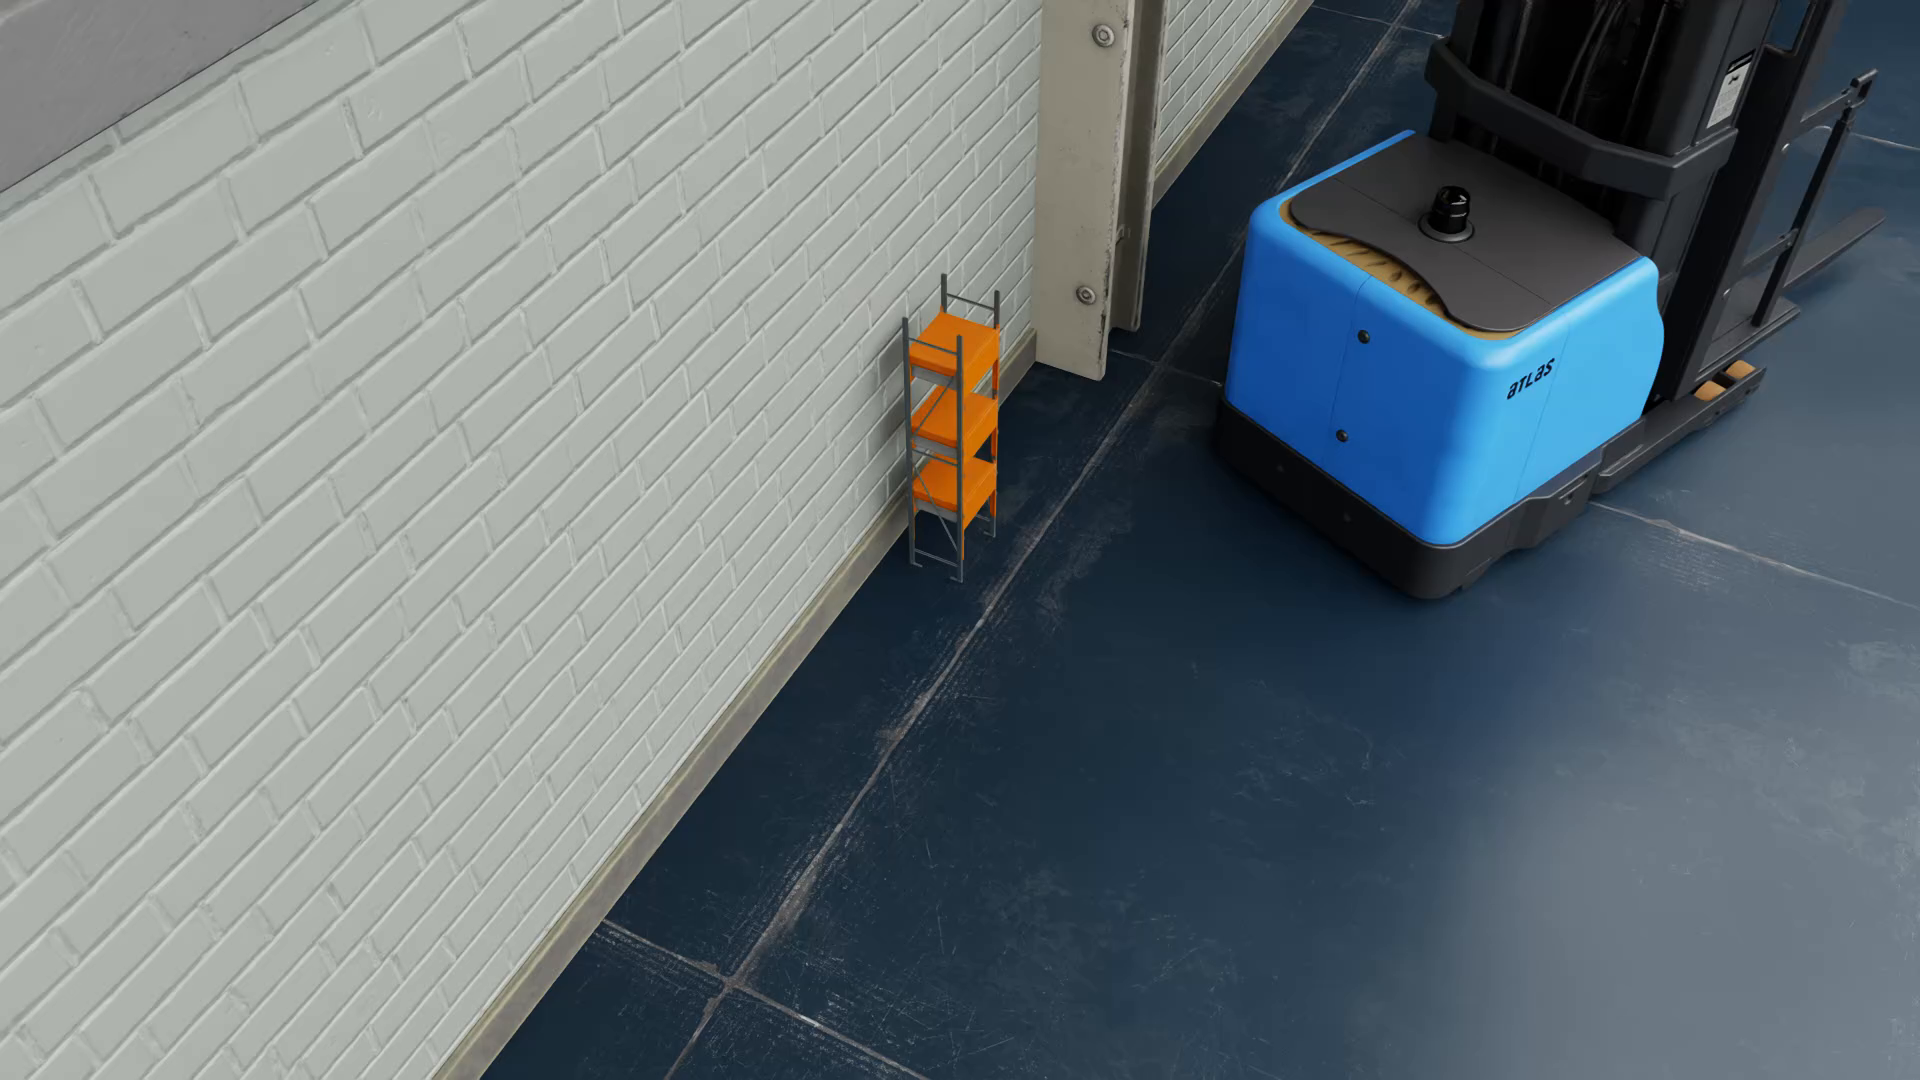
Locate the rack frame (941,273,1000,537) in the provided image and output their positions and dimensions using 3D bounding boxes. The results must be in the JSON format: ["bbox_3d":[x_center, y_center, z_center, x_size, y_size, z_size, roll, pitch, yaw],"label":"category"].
[{"bbox_3d":[0.032,-0.412,5.419,0.200,1.050,0.008,20,49,19],"label":"rack frame"}]

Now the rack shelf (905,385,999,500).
[{"bbox_3d":[-0.025,-0.328,5.351,0.215,0.259,0.240,20,49,19],"label":"rack shelf"}]

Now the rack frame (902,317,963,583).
[{"bbox_3d":[-0.081,-0.258,5.267,0.200,1.050,0.008,20,49,19],"label":"rack frame"}]

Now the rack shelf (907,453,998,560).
[{"bbox_3d":[-0.025,-0.133,5.548,0.215,0.259,0.240,20,49,19],"label":"rack shelf"}]

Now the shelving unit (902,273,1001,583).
[{"bbox_3d":[-0.025,-0.335,5.343,0.215,1.050,0.252,20,49,19],"label":"shelving unit"}]

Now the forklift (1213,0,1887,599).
[{"bbox_3d":[2.377,-1.717,5.387,3.031,2.935,1.130,-30,52,-26],"label":"forklift"}]

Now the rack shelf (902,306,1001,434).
[{"bbox_3d":[-0.025,-0.527,5.149,0.215,0.259,0.240,20,49,19],"label":"rack shelf"}]

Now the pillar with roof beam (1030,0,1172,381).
[{"bbox_3d":[4.301,-2.523,1.917,9.100,9.000,0.400,20,49,19],"label":"pillar with roof beam"}]
